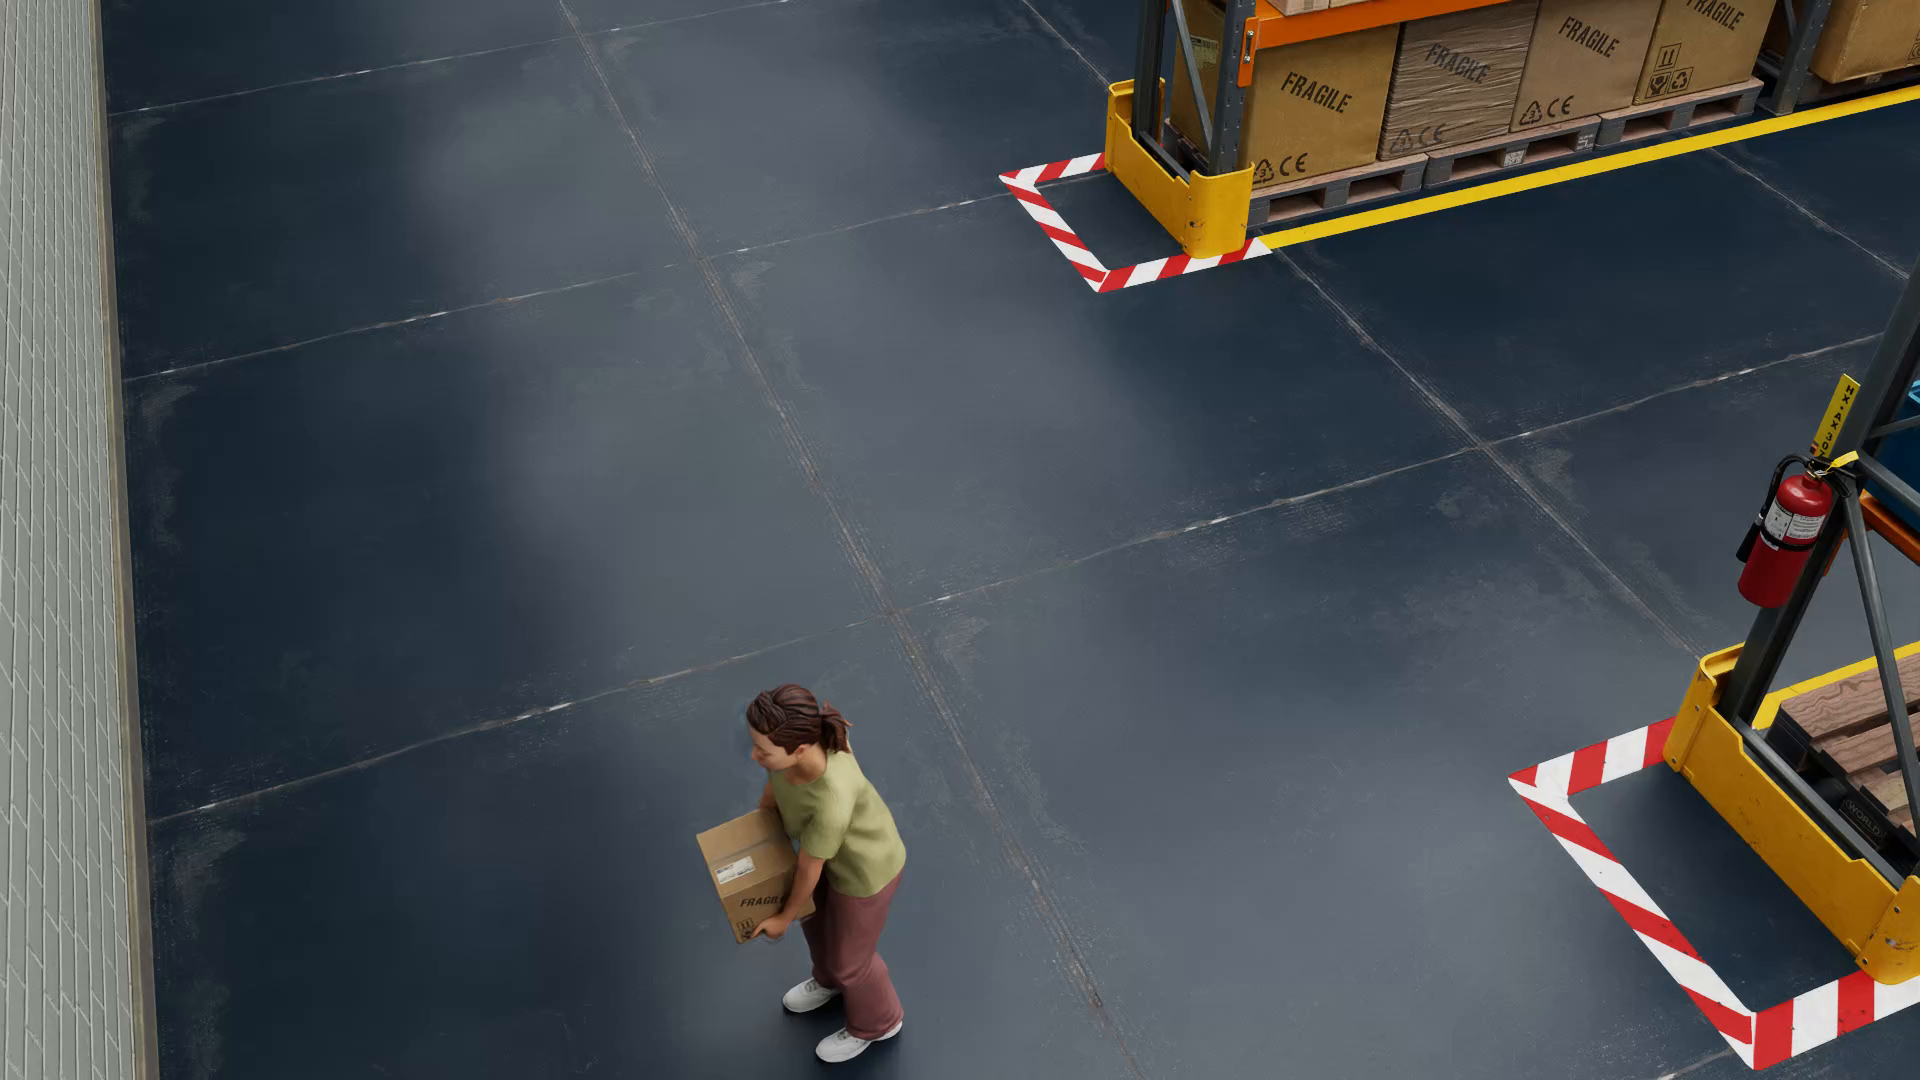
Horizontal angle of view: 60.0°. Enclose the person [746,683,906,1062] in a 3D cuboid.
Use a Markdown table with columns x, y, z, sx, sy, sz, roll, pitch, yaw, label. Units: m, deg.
| x | y | z | sx | sy | sz | roll | pitch | yaw | label |
| --- | --- | --- | --- | --- | --- | --- | --- | --- | --- |
| -0.430 | 1.012 | 5.061 | 0.522 | 1.644 | 0.408 | -16 | 44 | -17 | person |
